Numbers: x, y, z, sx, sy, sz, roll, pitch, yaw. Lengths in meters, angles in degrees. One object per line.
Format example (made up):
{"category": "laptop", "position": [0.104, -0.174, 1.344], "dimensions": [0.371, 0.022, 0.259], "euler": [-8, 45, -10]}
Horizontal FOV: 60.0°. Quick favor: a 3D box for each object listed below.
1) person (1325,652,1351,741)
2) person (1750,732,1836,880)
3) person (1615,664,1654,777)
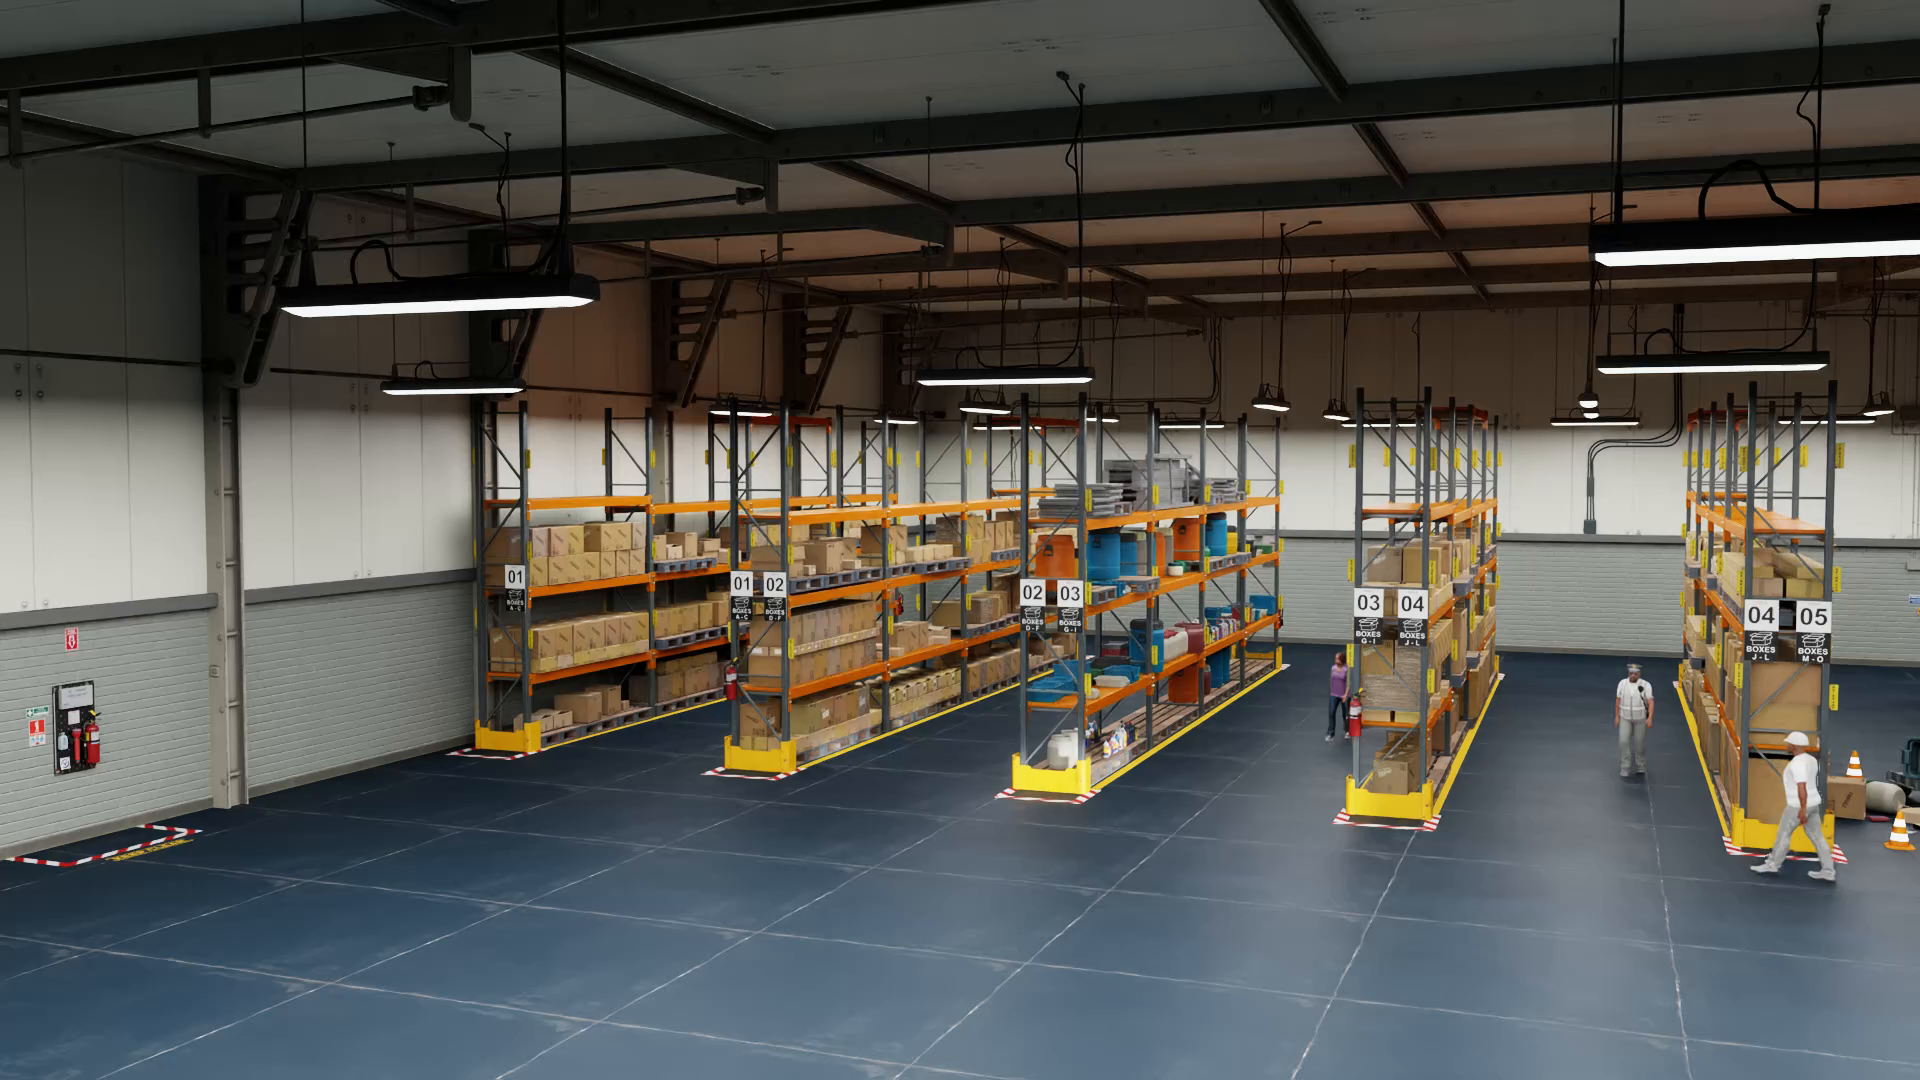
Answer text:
{"category": "person", "position": [6.709, 2.772, 29.422], "dimensions": [0.432, 1.552, 0.903], "euler": [2, 3, 33]}
{"category": "person", "position": [10.016, 3.152, 19.880], "dimensions": [0.607, 1.718, 0.925], "euler": [-2, 4, -38]}
{"category": "person", "position": [10.701, 2.856, 26.415], "dimensions": [0.602, 1.782, 0.639], "euler": [2, 3, 33]}
